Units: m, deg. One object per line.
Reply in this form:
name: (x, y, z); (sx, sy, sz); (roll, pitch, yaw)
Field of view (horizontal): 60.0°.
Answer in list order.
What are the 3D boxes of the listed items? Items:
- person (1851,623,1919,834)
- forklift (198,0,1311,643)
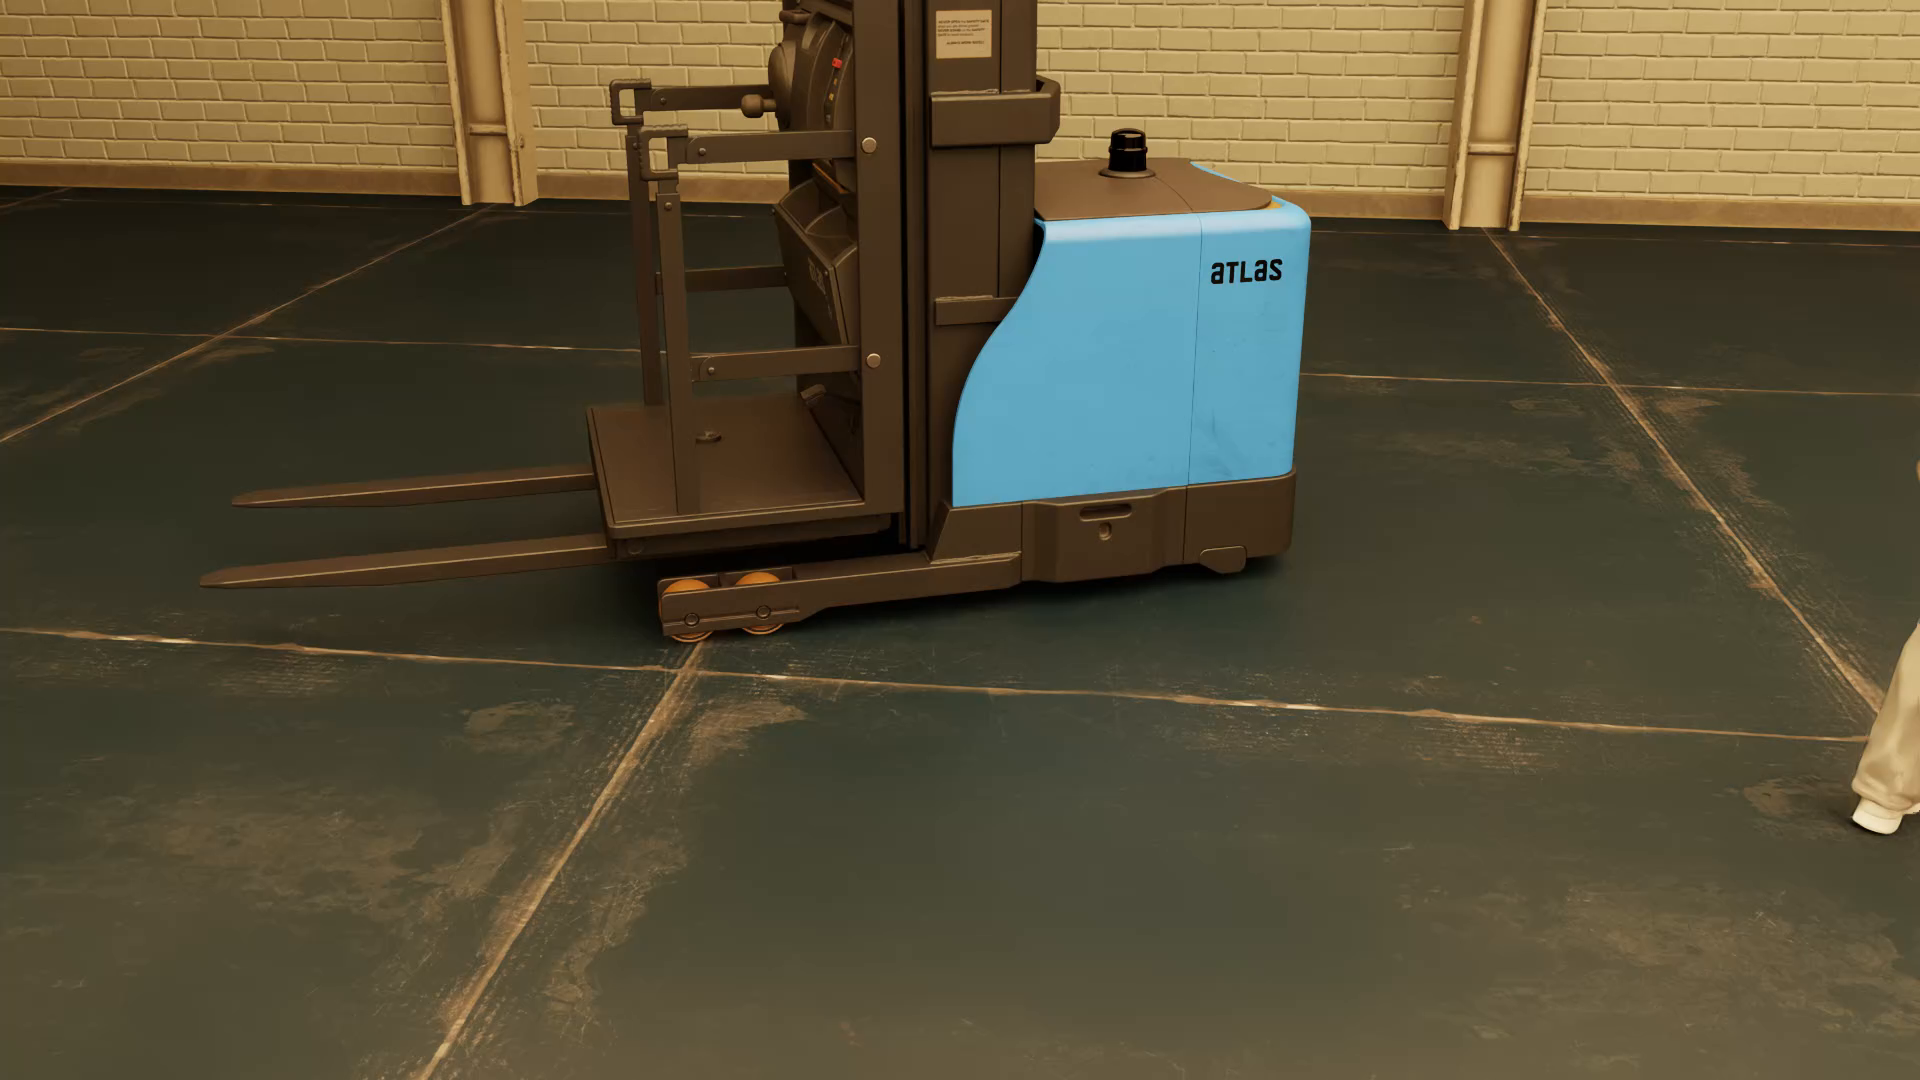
person: (2.114, -0.104, 3.210); (0.363, 1.675, 0.523); (-8, 23, -20)
forklift: (-0.588, -1.301, 4.485); (3.031, 2.935, 1.130); (-6, 23, -14)
